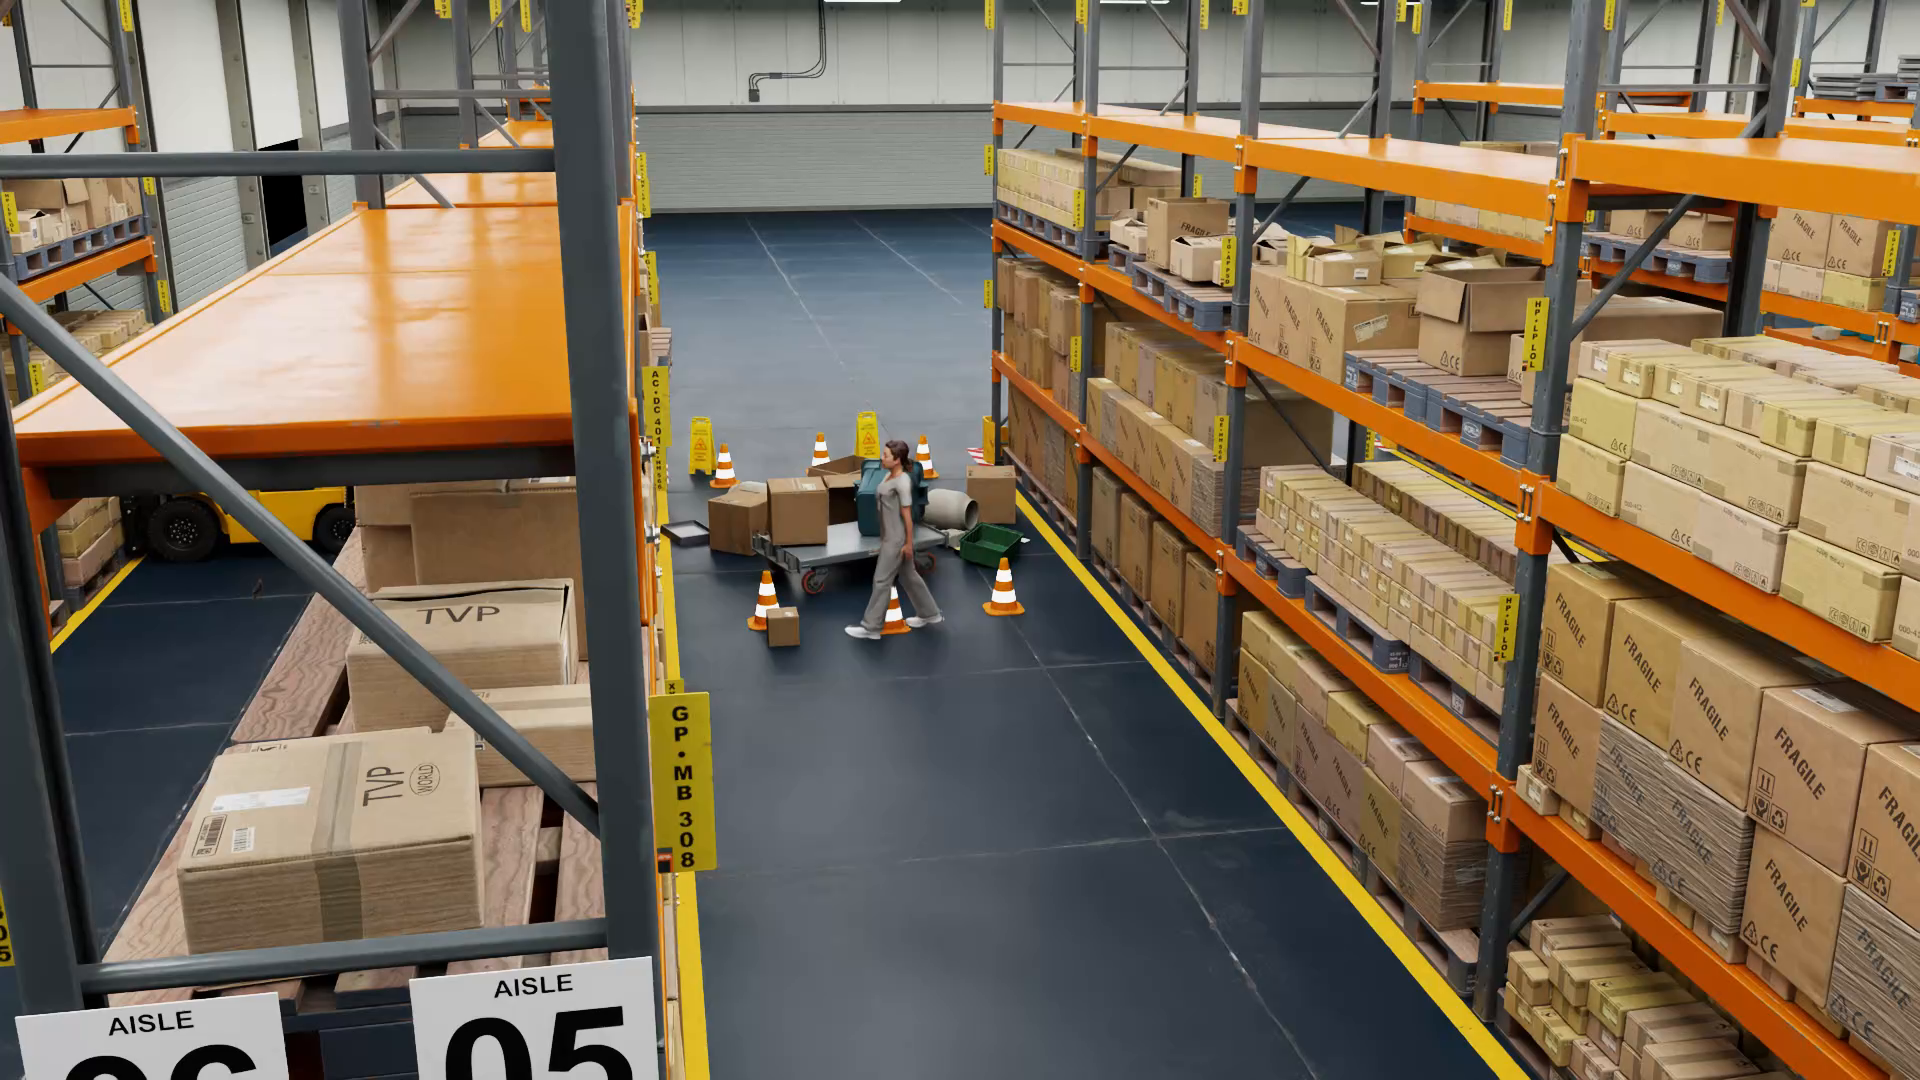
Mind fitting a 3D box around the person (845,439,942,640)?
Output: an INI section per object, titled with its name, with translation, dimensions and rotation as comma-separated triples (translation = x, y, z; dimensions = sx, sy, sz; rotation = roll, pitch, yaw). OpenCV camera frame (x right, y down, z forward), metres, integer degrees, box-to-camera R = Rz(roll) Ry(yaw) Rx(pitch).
[person]
translation = -0.547, -0.011, 13.591
dimensions = 0.848, 1.653, 0.454
rotation = -4, 17, -14
